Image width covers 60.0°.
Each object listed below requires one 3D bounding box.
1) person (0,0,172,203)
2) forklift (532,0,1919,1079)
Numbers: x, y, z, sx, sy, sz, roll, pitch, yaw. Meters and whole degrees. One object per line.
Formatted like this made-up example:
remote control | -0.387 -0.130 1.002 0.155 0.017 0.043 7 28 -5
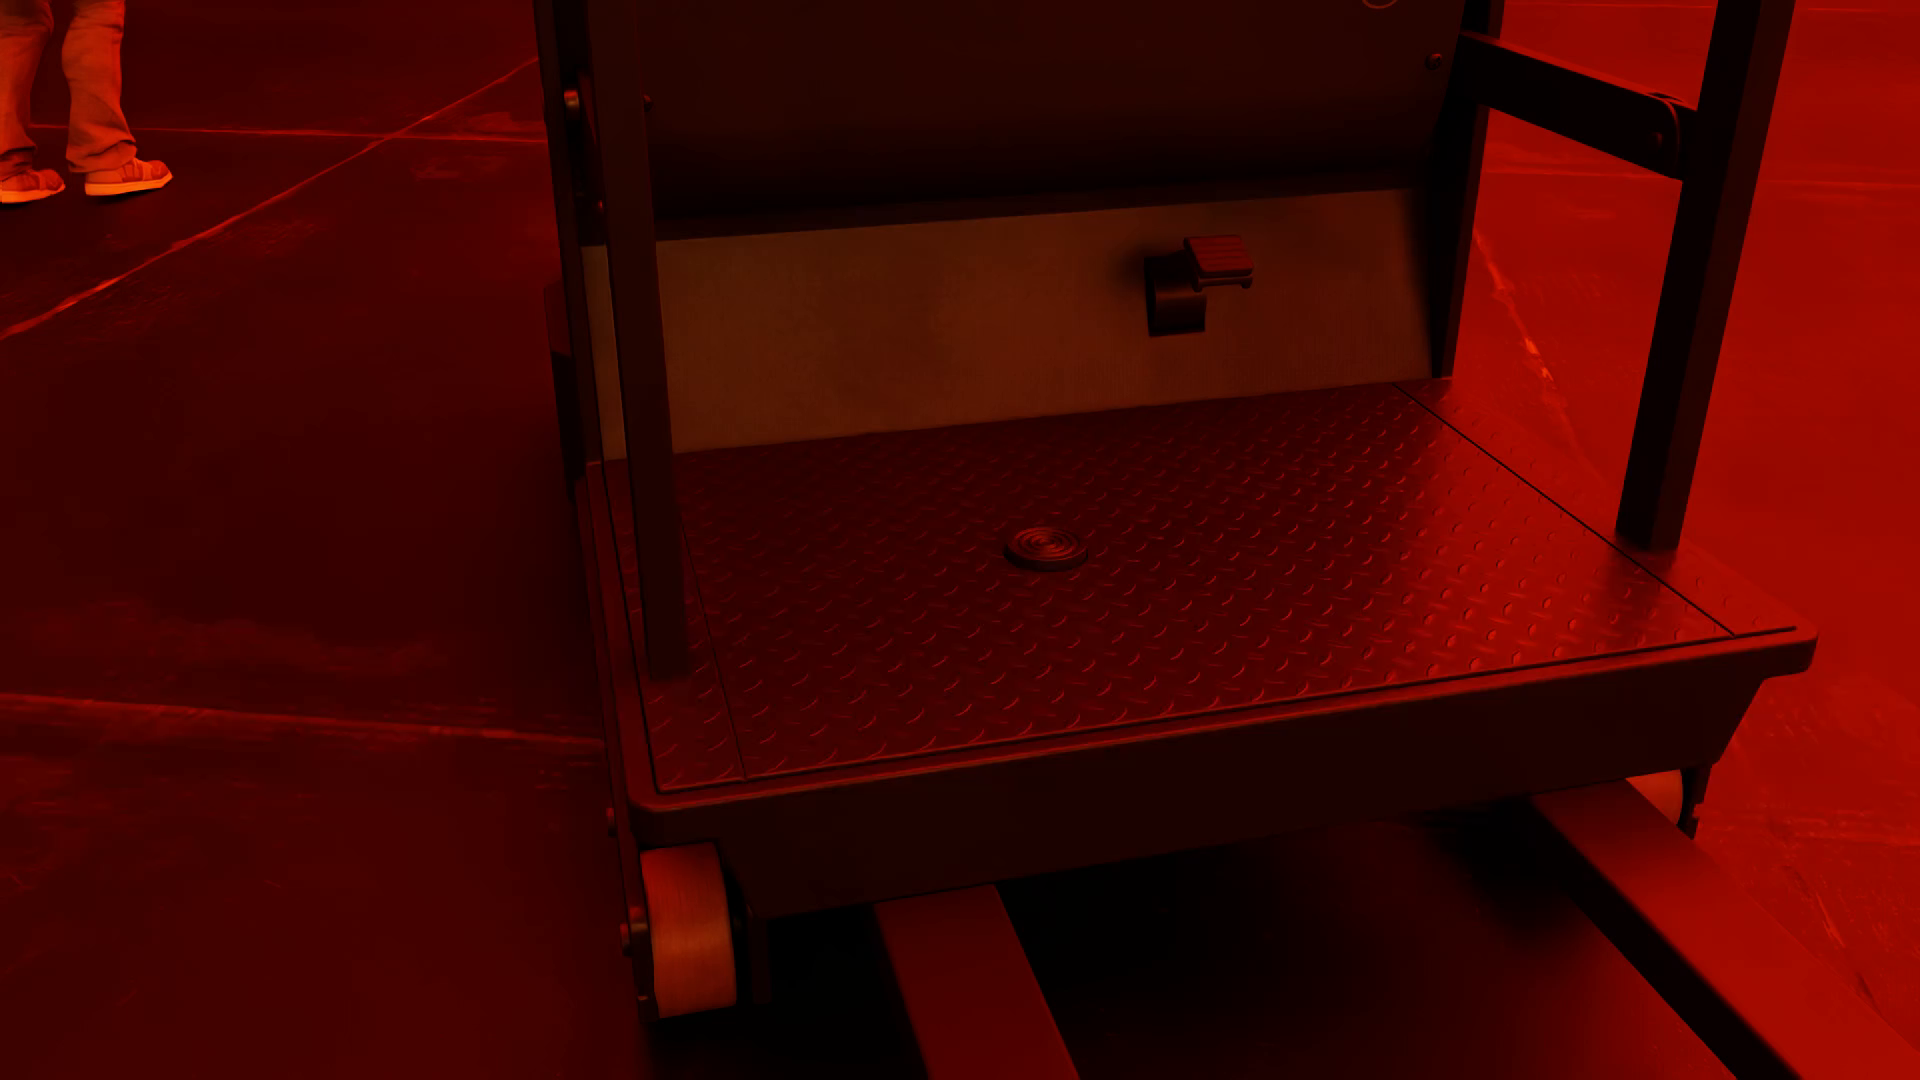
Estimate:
person | -2.271 -1.564 3.940 0.656 1.548 0.484 12 29 23
forklift | 0.153 -1.049 1.319 1.130 2.935 3.031 -7 27 -13
